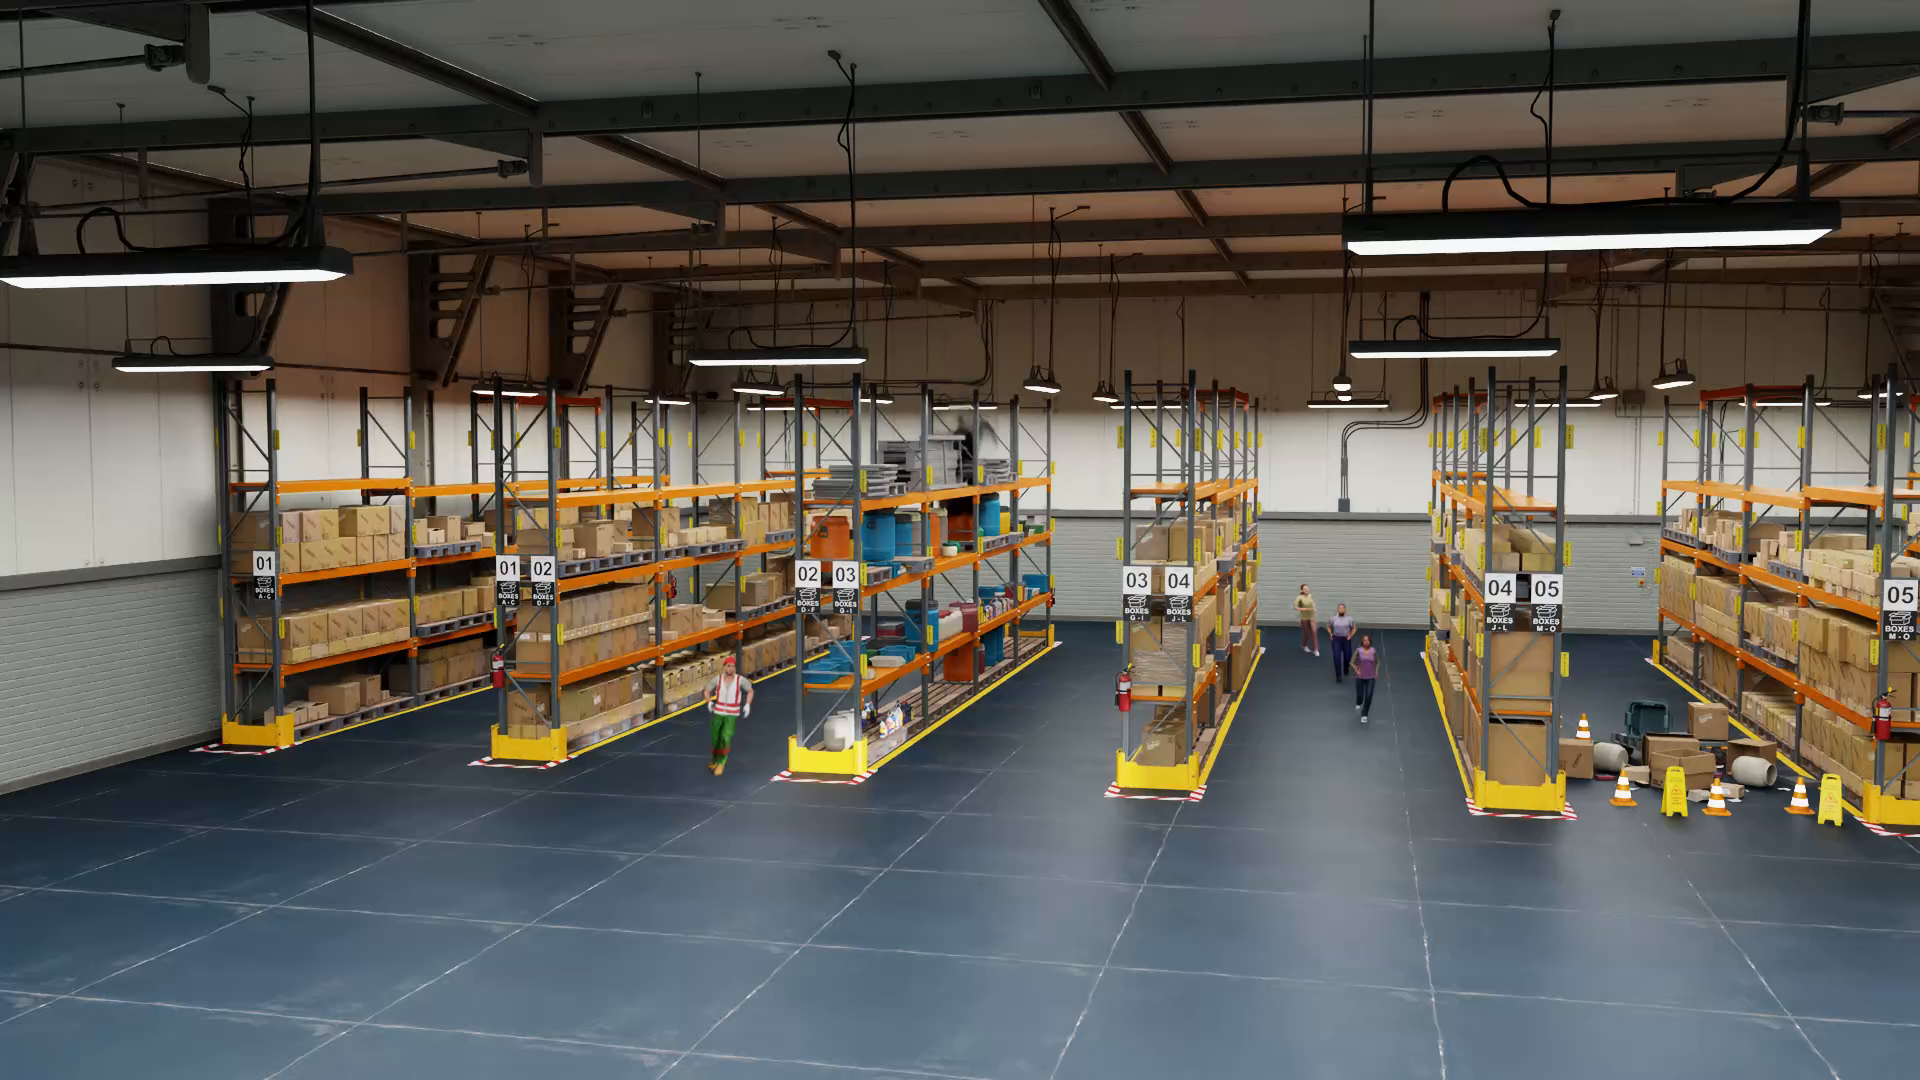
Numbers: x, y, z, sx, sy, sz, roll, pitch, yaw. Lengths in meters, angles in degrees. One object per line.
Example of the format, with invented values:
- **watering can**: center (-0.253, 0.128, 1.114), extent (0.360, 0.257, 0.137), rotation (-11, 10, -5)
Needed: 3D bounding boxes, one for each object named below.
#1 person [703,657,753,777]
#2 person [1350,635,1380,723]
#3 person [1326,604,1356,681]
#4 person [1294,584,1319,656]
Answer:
- **person**: center (-3.495, 2.633, 24.942), extent (0.719, 1.780, 0.678), rotation (0, 3, 4)
- **person**: center (7.202, 2.452, 29.565), extent (0.534, 1.553, 0.557), rotation (0, 3, 4)
- **person**: center (7.948, 2.129, 34.694), extent (0.608, 1.584, 0.599), rotation (1, 4, 12)
- **person**: center (8.039, 1.840, 38.697), extent (0.581, 1.643, 0.954), rotation (0, 3, -8)
